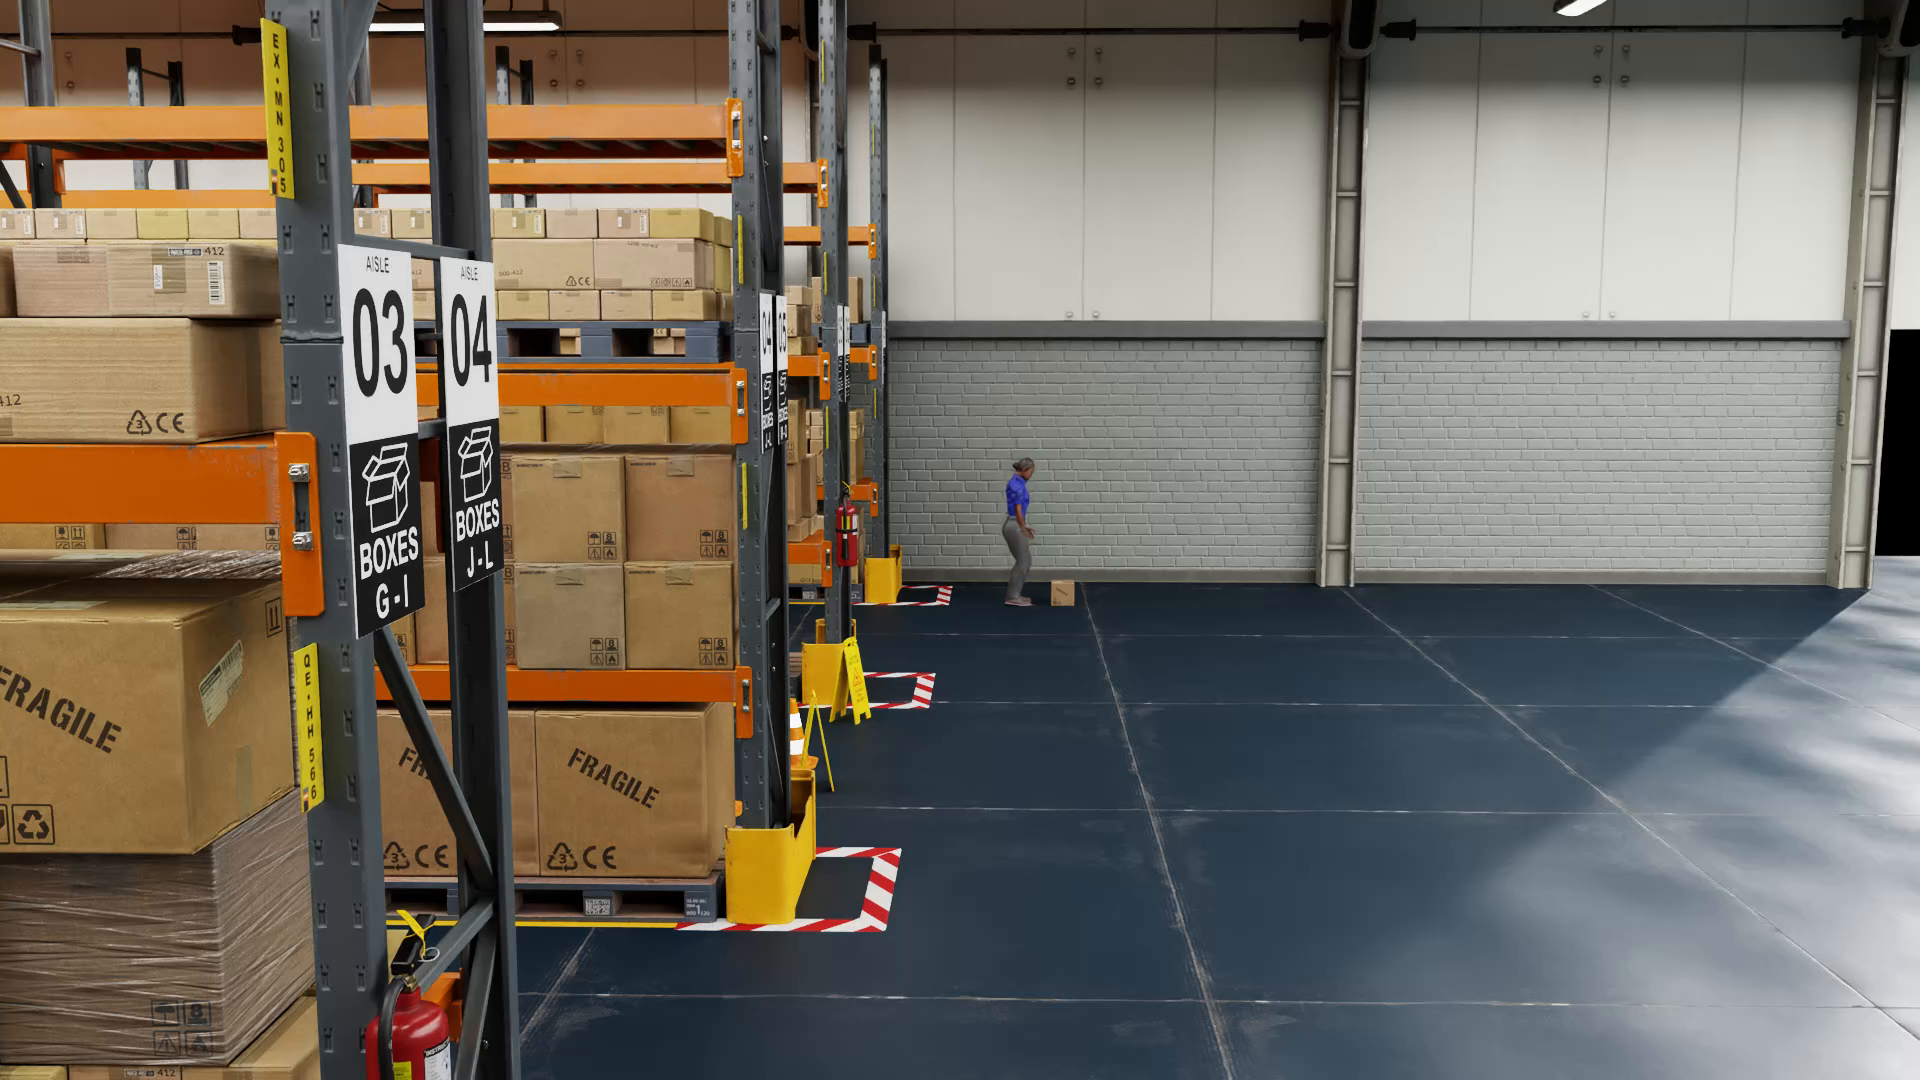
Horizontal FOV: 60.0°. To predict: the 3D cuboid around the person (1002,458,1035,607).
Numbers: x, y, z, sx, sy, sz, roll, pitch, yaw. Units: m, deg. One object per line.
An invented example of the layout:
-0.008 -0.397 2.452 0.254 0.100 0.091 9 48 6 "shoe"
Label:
0.642 -0.095 18.246 0.367 1.618 0.453 0 7 3 "person"
